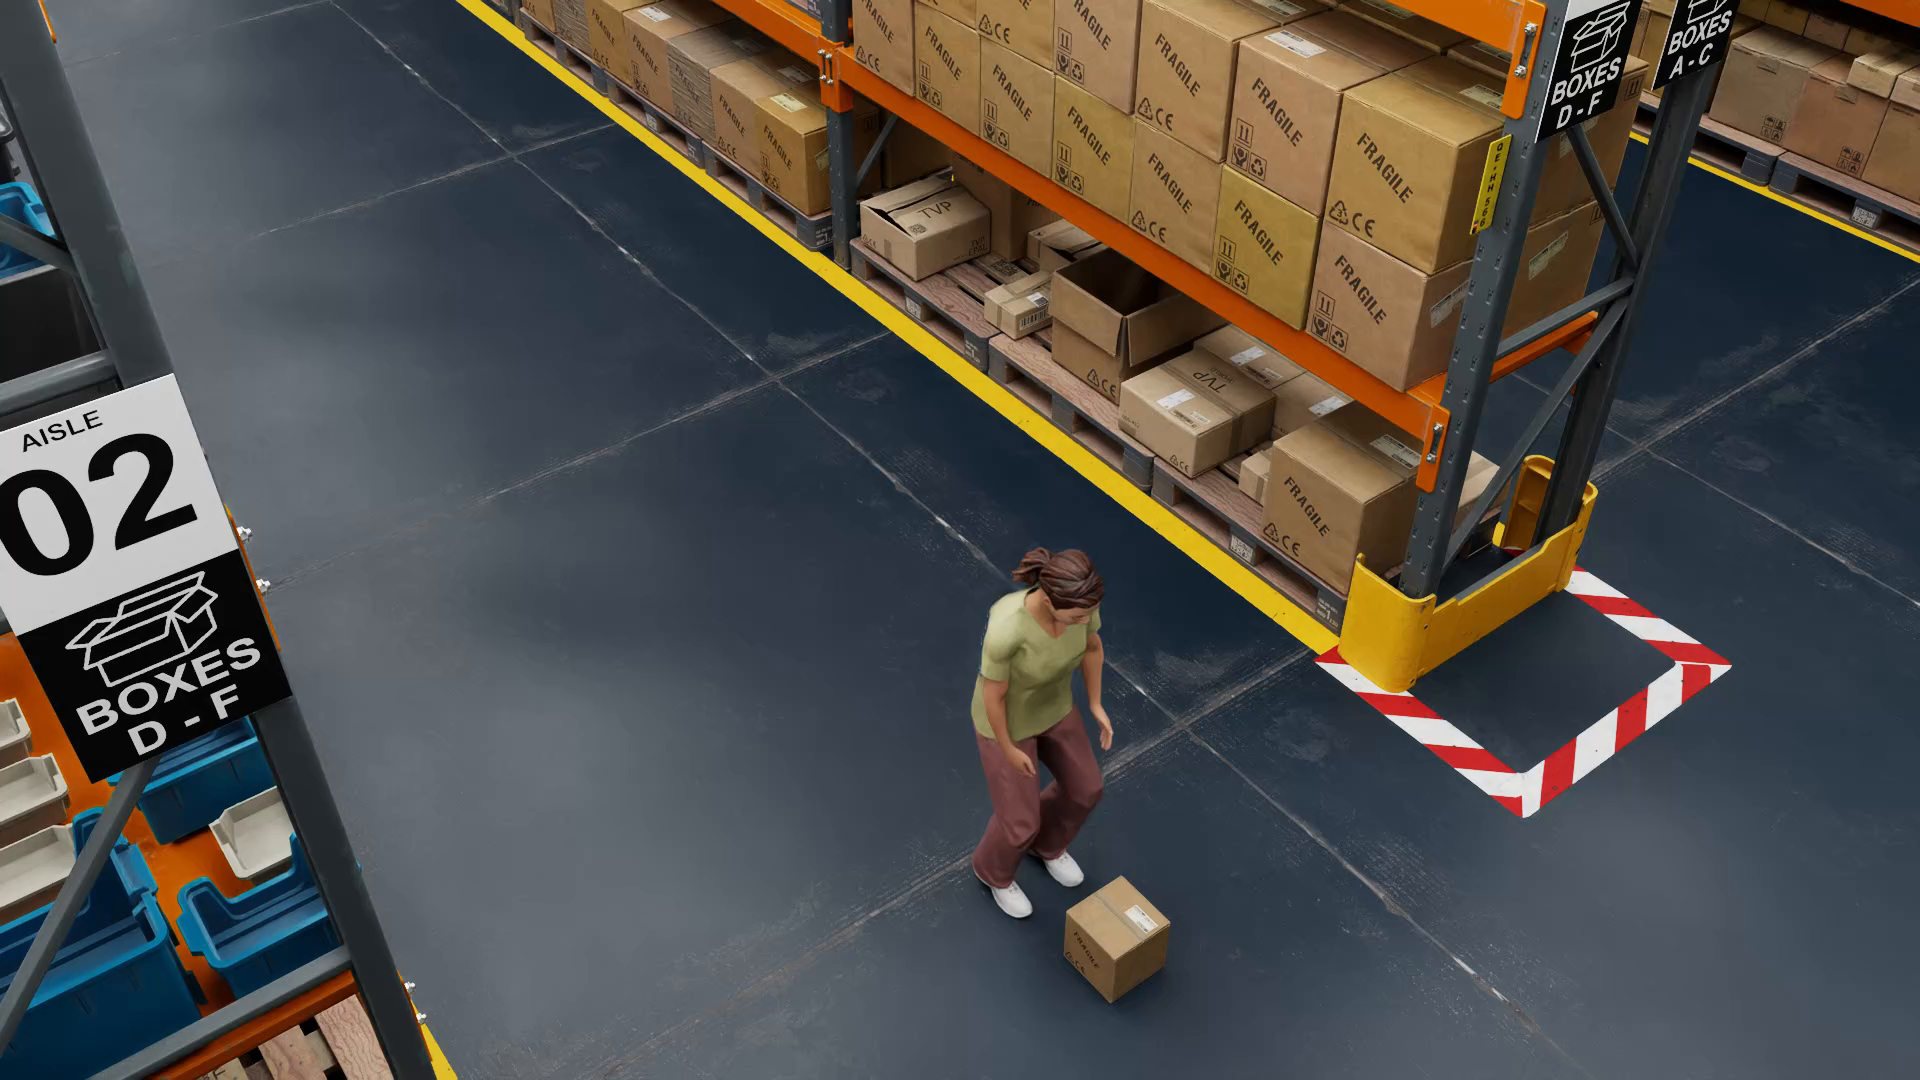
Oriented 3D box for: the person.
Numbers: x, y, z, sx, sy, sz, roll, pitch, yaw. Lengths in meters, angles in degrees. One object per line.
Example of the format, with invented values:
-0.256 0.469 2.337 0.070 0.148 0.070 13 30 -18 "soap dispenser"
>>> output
0.274 0.606 5.510 0.478 1.603 0.426 -25 47 -27 "person"
